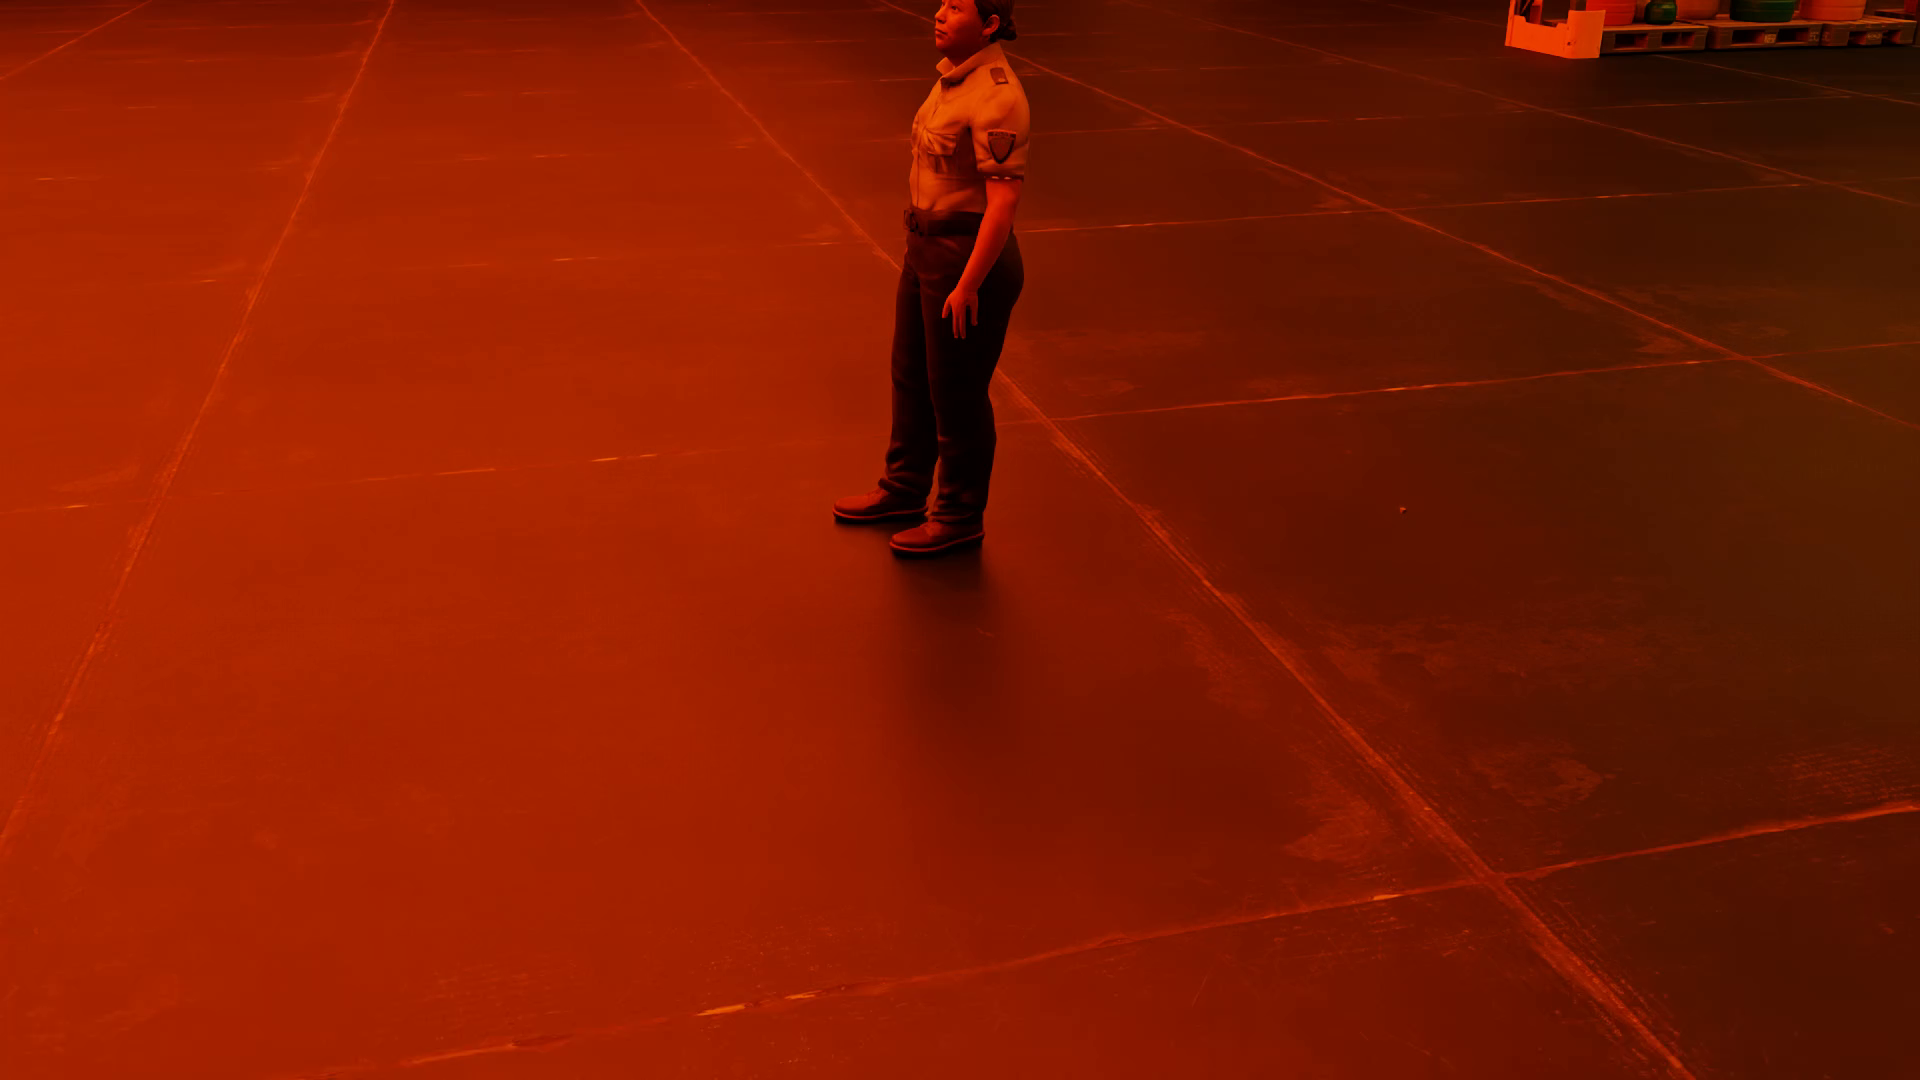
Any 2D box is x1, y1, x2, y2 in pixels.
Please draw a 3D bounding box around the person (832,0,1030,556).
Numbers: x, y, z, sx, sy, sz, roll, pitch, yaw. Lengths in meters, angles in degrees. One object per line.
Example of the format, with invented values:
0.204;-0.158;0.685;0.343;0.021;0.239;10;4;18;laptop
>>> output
-0.093;-0.764;4.726;0.502;1.651;0.598;-6;24;-14;person
